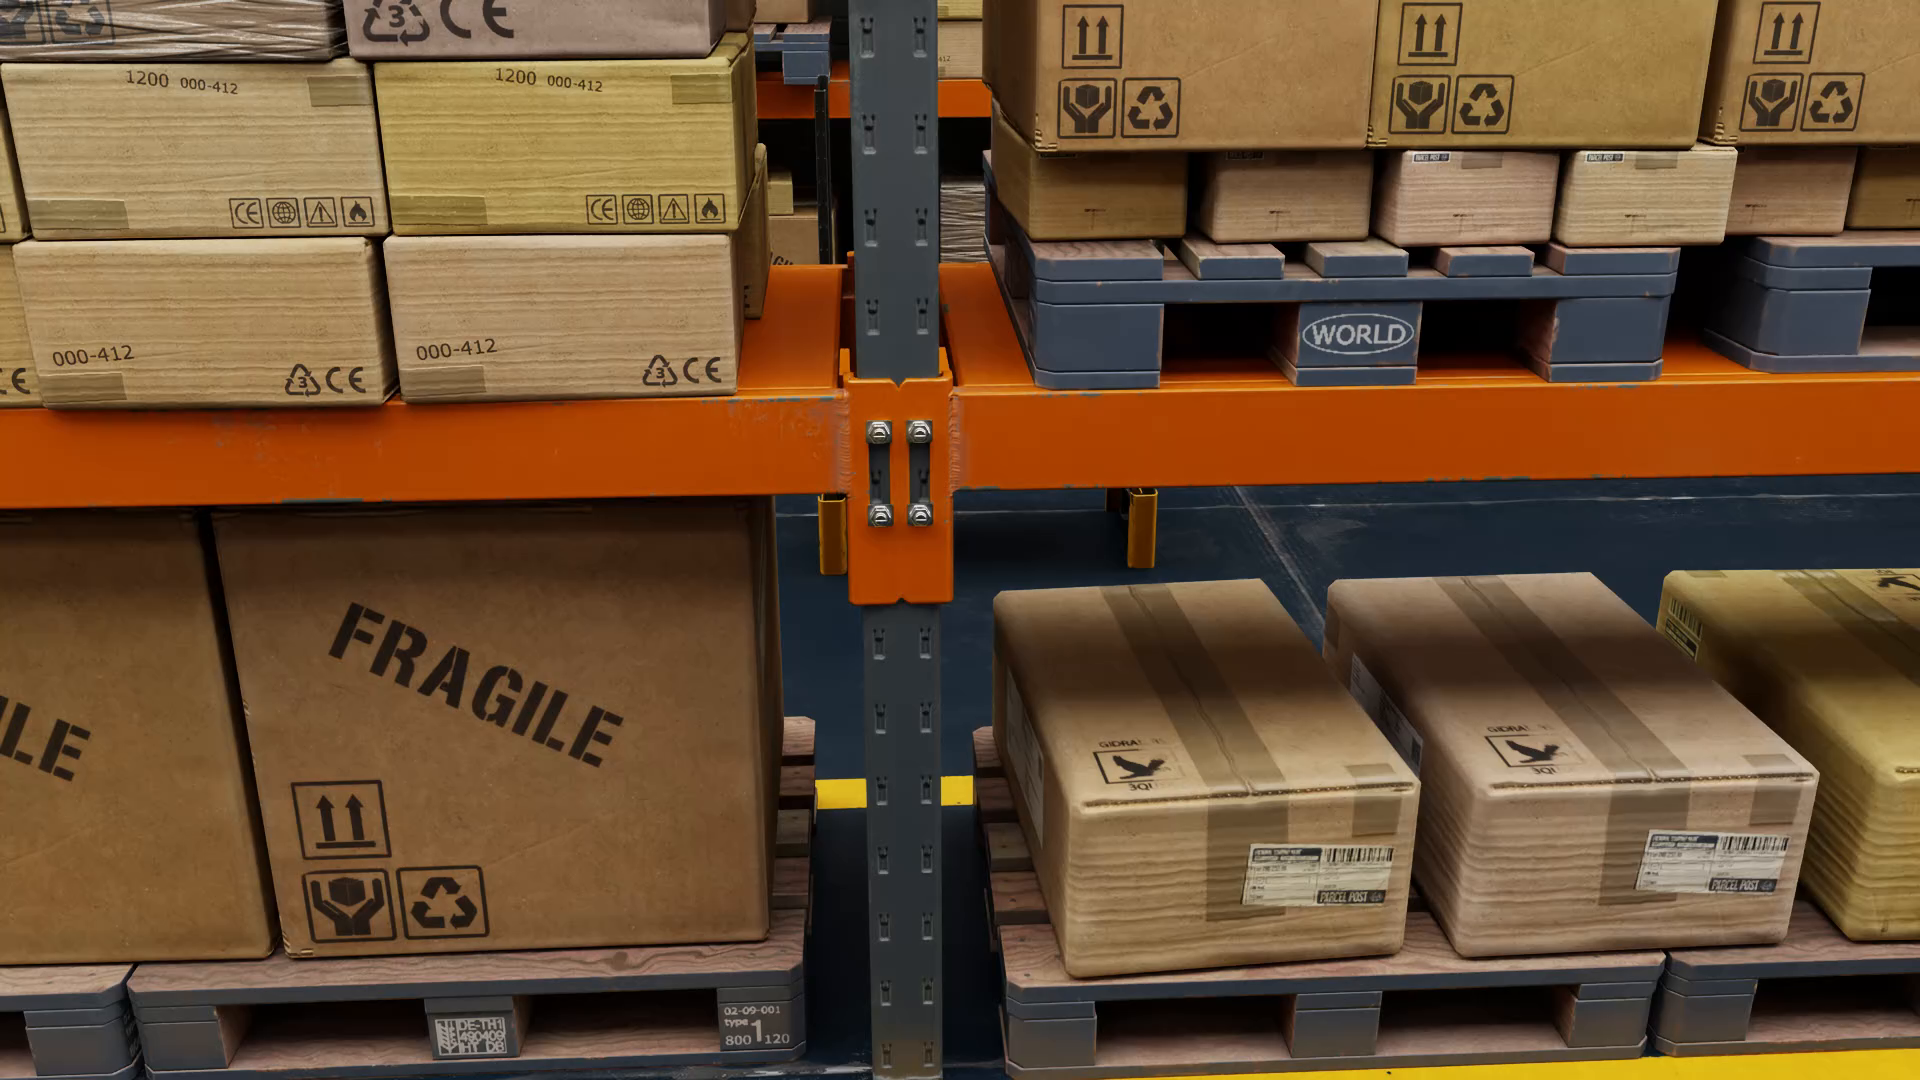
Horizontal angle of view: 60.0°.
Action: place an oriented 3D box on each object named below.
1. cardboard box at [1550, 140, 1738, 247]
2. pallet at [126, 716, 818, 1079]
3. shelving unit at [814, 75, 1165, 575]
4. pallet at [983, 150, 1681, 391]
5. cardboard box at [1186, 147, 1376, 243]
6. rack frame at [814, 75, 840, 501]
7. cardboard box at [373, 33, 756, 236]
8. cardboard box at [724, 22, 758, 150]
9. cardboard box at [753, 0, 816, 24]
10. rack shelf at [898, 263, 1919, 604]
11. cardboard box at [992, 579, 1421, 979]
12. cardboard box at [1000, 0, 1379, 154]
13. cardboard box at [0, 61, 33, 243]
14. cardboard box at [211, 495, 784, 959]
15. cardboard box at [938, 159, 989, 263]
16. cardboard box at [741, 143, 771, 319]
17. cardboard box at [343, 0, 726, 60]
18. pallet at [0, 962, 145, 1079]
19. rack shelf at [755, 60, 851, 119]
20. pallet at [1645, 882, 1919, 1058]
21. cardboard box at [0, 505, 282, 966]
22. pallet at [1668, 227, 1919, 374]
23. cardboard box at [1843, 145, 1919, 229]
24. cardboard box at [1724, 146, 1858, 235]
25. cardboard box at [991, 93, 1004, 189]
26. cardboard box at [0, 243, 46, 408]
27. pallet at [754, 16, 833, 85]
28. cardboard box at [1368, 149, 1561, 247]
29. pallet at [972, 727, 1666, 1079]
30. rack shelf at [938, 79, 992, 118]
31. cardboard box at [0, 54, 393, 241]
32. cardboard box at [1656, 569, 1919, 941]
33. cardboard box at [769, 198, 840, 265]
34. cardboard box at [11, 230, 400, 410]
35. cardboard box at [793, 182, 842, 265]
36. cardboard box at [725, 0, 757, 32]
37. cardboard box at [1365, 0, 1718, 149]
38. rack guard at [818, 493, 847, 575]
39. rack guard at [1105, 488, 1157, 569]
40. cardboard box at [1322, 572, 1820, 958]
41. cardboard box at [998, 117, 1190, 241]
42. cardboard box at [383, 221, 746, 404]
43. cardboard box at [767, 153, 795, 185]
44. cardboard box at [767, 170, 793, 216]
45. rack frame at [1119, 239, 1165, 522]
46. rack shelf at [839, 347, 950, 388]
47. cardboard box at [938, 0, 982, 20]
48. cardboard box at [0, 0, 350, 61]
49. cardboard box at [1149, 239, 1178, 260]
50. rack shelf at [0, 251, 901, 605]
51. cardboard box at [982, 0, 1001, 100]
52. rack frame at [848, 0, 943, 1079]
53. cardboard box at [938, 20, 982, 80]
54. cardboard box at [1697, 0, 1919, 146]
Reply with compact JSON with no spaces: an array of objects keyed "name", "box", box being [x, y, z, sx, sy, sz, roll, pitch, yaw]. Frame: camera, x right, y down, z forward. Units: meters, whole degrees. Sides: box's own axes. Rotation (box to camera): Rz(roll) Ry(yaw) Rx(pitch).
[{"name":"cardboard box","box":[1.048,-0.589,2.715,0.250,0.149,0.380,-1,21,-3]},{"name":"pallet","box":[-0.914,0.704,3.475,1.213,0.211,1.003,-1,21,-3]},{"name":"shelving unit","box":[0.076,-0.702,5.358,1.083,1.500,0.587,-1,21,-3]},{"name":"pallet","box":[0.582,-0.551,3.122,1.003,0.211,1.213,-1,21,-3]},{"name":"cardboard box","box":[0.496,-0.602,2.748,0.250,0.149,0.380,-2,21,-6]},{"name":"rack frame","box":[-0.422,-0.692,5.332,0.032,1.500,0.500,-1,21,-3]},{"name":"cardboard box","box":[-0.592,-0.652,2.626,0.500,0.250,0.500,-1,21,-3]},{"name":"cardboard box","box":[-0.643,-0.829,3.092,0.500,0.250,0.500,-1,21,-3]},{"name":"cardboard box","box":[-0.933,-2.640,7.608,0.500,0.500,0.500,0,21,-1]},{"name":"rack shelf","box":[1.874,-0.293,3.185,4.000,0.370,1.077,-1,21,-3]},{"name":"cardboard box","box":[0.442,0.435,3.364,0.625,0.372,0.950,-3,21,-7]},{"name":"cardboard box","box":[0.339,-0.897,2.613,0.500,0.500,0.500,-2,21,-5]},{"name":"cardboard box","box":[-1.614,-0.622,2.548,0.500,0.250,0.500,-2,21,-4]},{"name":"cardboard box","box":[-0.817,0.193,3.295,0.875,0.875,0.875,-1,21,-4]},{"name":"cardboard box","box":[0.213,-1.446,7.950,0.625,0.625,0.875,-1,21,-1]},{"name":"cardboard box","box":[-0.626,-0.598,3.186,0.500,0.250,0.500,-2,21,-4]},{"name":"cardboard box","box":[-0.624,-0.999,2.483,0.500,0.500,0.500,-2,21,-5]},{"name":"pallet","box":[-2.130,0.728,3.413,1.213,0.211,1.003,-1,21,-3]},{"name":"rack shelf","box":[-2.407,-1.975,7.603,4.000,0.370,1.077,-1,21,-3]},{"name":"pallet","box":[1.872,0.676,3.549,1.213,0.211,1.003,-1,21,-3]},{"name":"cardboard box","box":[-1.708,0.209,3.251,0.875,0.875,0.875,-1,21,-2]},{"name":"pallet","box":[1.851,-0.554,3.129,1.213,0.211,1.003,-1,21,-3]},{"name":"cardboard box","box":[1.564,-0.641,2.852,0.250,0.149,0.380,0,21,-1]},{"name":"cardboard box","box":[1.284,-0.622,2.801,0.250,0.149,0.380,0,21,0]},{"name":"cardboard box","box":[0.191,-0.757,3.158,0.250,0.149,0.380,0,21,-1]},{"name":"cardboard box","box":[-1.626,-0.395,2.654,0.500,0.250,0.500,-1,21,-4]},{"name":"pallet","box":[-1.083,-2.223,7.514,1.003,0.211,1.213,-1,21,-3]},{"name":"cardboard box","box":[0.772,-0.591,2.720,0.250,0.149,0.380,-3,21,-7]},{"name":"pallet","box":[0.657,0.699,3.487,1.213,0.211,1.003,-1,21,-3]},{"name":"rack shelf","box":[1.587,-2.056,7.817,4.000,0.370,1.077,-1,21,-3]},{"name":"cardboard box","box":[-1.104,-0.640,2.595,0.500,0.250,0.500,-2,21,-4]},{"name":"cardboard box","box":[1.935,0.404,3.446,0.625,0.372,0.950,0,21,-1]},{"name":"cardboard box","box":[-0.820,-1.295,7.729,0.500,0.500,0.500,-1,21,-1]},{"name":"cardboard box","box":[-1.122,-0.400,2.666,0.500,0.250,0.500,-1,21,-2]},{"name":"cardboard box","box":[-0.847,-1.471,8.191,0.500,0.500,0.500,0,21,-1]},{"name":"cardboard box","box":[-0.629,-1.179,2.957,0.500,0.500,0.500,-2,21,-5]},{"name":"cardboard box","box":[0.859,-0.910,2.648,0.500,0.500,0.500,0,21,0]},{"name":"rack guard","box":[-0.421,-0.108,5.554,0.087,0.250,0.587,-1,21,-3]},{"name":"rack guard","box":[0.573,-0.128,5.607,0.087,0.250,0.587,-1,21,-3]},{"name":"cardboard box","box":[1.178,0.418,3.411,0.625,0.372,0.950,-2,21,-4]},{"name":"cardboard box","box":[0.212,-0.608,2.765,0.250,0.149,0.380,-2,21,-6]},{"name":"cardboard box","box":[-0.613,-0.416,2.708,0.500,0.250,0.500,-2,21,-5]},{"name":"cardboard box","box":[-0.949,-1.783,8.099,0.250,0.149,0.380,0,21,0]},{"name":"cardboard box","box":[-0.889,-1.583,7.574,0.250,0.149,0.380,-2,21,-6]},{"name":"rack frame","box":[0.593,-0.713,5.386,0.032,1.500,0.500,-1,21,-3]},{"name":"rack shelf","box":[0.085,-0.535,5.423,1.000,0.185,0.538,-1,21,-3]},{"name":"cardboard box","box":[0.048,-2.428,7.292,0.500,0.250,0.500,-1,21,-3]},{"name":"cardboard box","box":[-1.136,-0.986,2.448,0.500,0.500,0.500,-1,21,-2]},{"name":"cardboard box","box":[0.865,-1.462,7.992,0.625,0.625,0.875,0,21,-1]},{"name":"rack shelf","box":[-2.120,-0.212,2.972,4.000,0.370,1.077,-1,21,-3]},{"name":"cardboard box","box":[0.315,-1.078,3.089,0.500,0.500,0.500,-2,21,-5]},{"name":"rack frame","box":[-0.123,-0.588,2.951,0.127,3.000,1.000,-1,21,-3]},{"name":"cardboard box","box":[0.047,-2.204,7.404,0.500,0.250,0.500,-1,21,-3]},{"name":"cardboard box","box":[1.389,-0.924,2.682,0.500,0.500,0.500,-1,21,-2]}]
